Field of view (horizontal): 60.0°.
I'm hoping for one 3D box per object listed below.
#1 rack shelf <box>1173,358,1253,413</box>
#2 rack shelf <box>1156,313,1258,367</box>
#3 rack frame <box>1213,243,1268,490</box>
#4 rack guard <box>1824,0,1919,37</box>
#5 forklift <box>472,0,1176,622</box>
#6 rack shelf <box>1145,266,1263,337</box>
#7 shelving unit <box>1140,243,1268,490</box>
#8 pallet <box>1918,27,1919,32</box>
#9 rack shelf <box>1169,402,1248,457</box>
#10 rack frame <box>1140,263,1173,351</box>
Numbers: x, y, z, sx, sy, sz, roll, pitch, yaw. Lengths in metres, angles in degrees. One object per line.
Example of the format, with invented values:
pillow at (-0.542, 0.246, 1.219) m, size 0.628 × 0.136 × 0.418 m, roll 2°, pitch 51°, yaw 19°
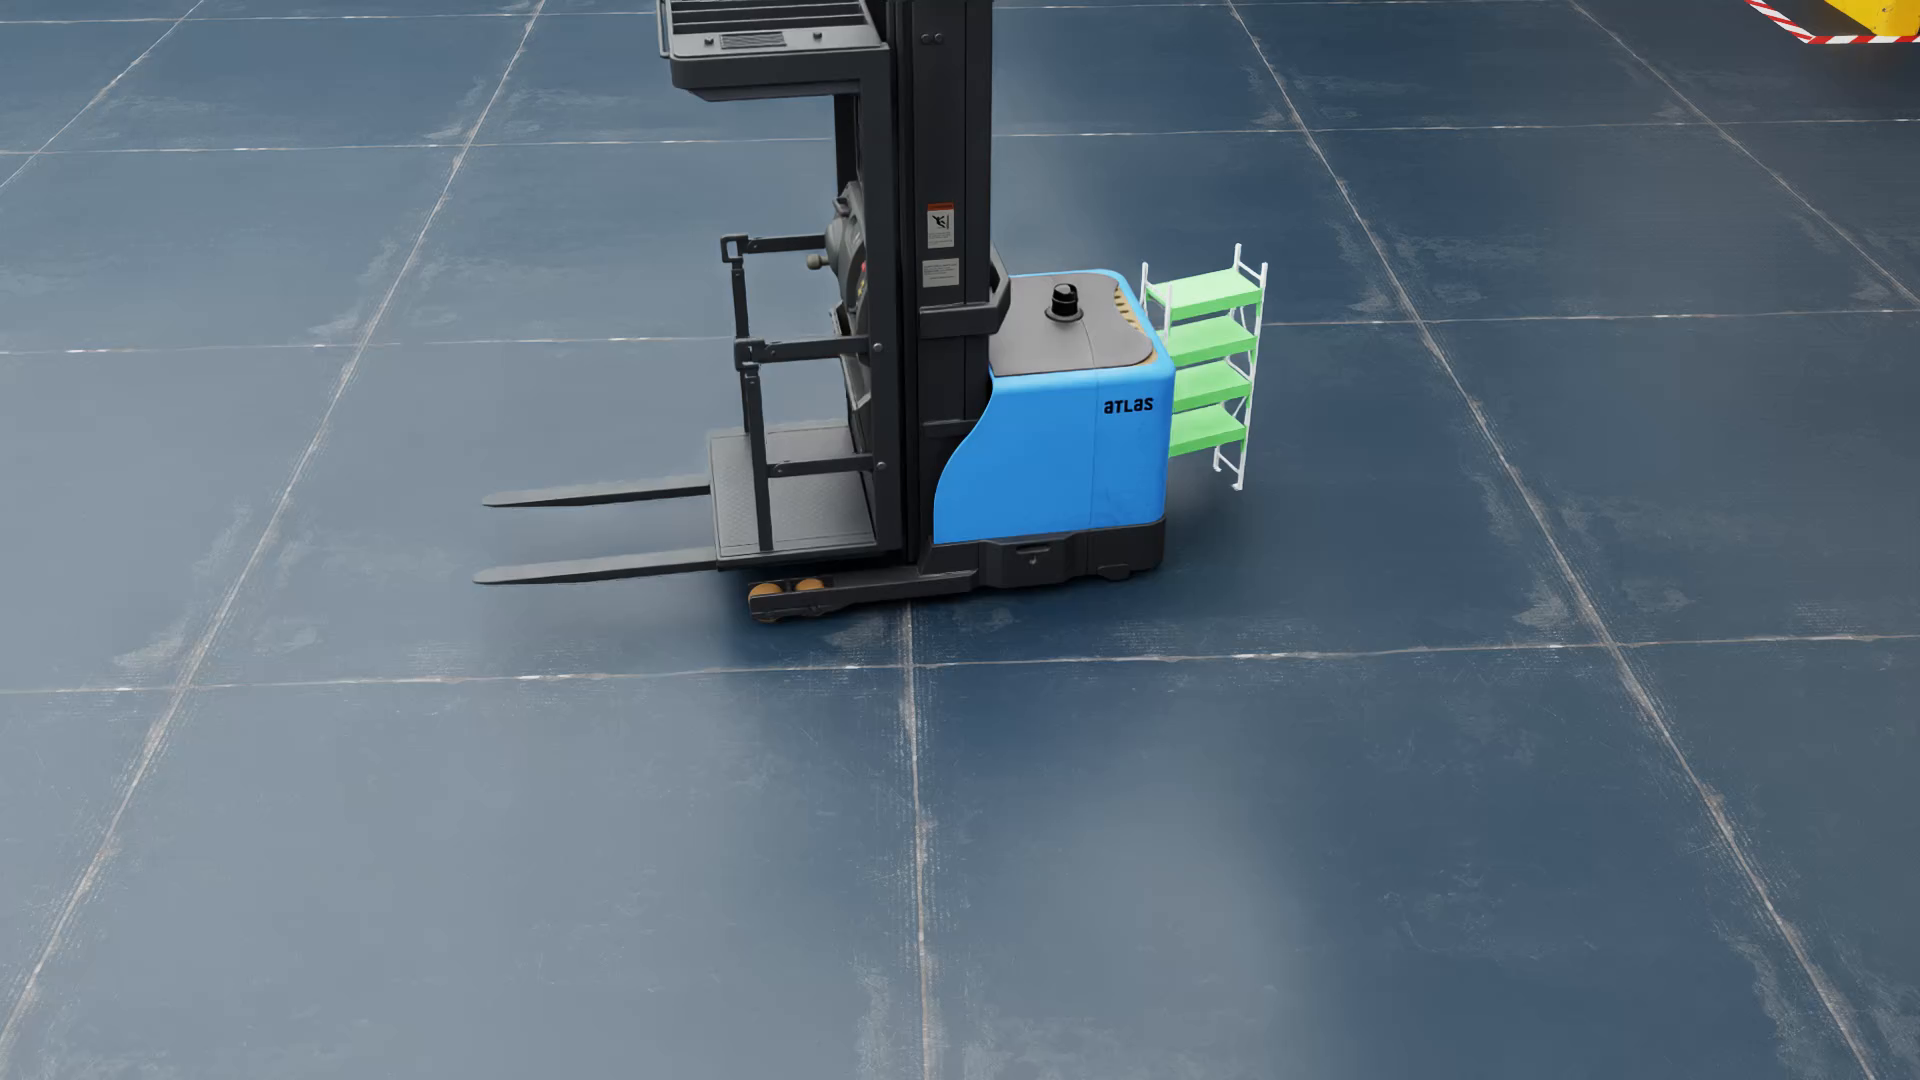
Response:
rack shelf at (1.095, -0.688, 7.802) m, size 0.480 × 0.148 × 0.258 m, roll -15°, pitch 37°, yaw -20°
rack shelf at (1.095, -0.886, 7.666) m, size 0.480 × 0.148 × 0.258 m, roll -15°, pitch 37°, yaw -20°
rack frame at (1.317, -0.798, 7.849) m, size 0.015 × 1.200 × 0.240 m, roll -15°, pitch 37°, yaw -20°
rack guard at (7.762, -4.713, 14.120) m, size 0.348 × 0.500 × 1.175 m, roll -2°, pitch 35°, yaw -2°
forklift at (-0.645, -1.174, 6.871) m, size 3.031 × 2.935 × 1.130 m, roll -6°, pitch 35°, yaw -8°
rack shelf at (1.095, -1.083, 7.529) m, size 0.480 × 0.148 × 0.258 m, roll -15°, pitch 37°, yaw -20°
shelving unit at (1.095, -0.741, 7.766) m, size 0.503 × 1.200 × 0.258 m, roll -15°, pitch 37°, yaw -20°
pallet at (8.573, -4.613, 14.230) m, size 1.213 × 0.211 × 1.003 m, roll -2°, pitch 35°, yaw -2°
rack shelf at (1.095, -0.491, 7.939) m, size 0.480 × 0.148 × 0.258 m, roll -15°, pitch 37°, yaw -20°
rack frame at (0.873, -0.683, 7.683) m, size 0.015 × 1.200 × 0.240 m, roll -15°, pitch 37°, yaw -20°
